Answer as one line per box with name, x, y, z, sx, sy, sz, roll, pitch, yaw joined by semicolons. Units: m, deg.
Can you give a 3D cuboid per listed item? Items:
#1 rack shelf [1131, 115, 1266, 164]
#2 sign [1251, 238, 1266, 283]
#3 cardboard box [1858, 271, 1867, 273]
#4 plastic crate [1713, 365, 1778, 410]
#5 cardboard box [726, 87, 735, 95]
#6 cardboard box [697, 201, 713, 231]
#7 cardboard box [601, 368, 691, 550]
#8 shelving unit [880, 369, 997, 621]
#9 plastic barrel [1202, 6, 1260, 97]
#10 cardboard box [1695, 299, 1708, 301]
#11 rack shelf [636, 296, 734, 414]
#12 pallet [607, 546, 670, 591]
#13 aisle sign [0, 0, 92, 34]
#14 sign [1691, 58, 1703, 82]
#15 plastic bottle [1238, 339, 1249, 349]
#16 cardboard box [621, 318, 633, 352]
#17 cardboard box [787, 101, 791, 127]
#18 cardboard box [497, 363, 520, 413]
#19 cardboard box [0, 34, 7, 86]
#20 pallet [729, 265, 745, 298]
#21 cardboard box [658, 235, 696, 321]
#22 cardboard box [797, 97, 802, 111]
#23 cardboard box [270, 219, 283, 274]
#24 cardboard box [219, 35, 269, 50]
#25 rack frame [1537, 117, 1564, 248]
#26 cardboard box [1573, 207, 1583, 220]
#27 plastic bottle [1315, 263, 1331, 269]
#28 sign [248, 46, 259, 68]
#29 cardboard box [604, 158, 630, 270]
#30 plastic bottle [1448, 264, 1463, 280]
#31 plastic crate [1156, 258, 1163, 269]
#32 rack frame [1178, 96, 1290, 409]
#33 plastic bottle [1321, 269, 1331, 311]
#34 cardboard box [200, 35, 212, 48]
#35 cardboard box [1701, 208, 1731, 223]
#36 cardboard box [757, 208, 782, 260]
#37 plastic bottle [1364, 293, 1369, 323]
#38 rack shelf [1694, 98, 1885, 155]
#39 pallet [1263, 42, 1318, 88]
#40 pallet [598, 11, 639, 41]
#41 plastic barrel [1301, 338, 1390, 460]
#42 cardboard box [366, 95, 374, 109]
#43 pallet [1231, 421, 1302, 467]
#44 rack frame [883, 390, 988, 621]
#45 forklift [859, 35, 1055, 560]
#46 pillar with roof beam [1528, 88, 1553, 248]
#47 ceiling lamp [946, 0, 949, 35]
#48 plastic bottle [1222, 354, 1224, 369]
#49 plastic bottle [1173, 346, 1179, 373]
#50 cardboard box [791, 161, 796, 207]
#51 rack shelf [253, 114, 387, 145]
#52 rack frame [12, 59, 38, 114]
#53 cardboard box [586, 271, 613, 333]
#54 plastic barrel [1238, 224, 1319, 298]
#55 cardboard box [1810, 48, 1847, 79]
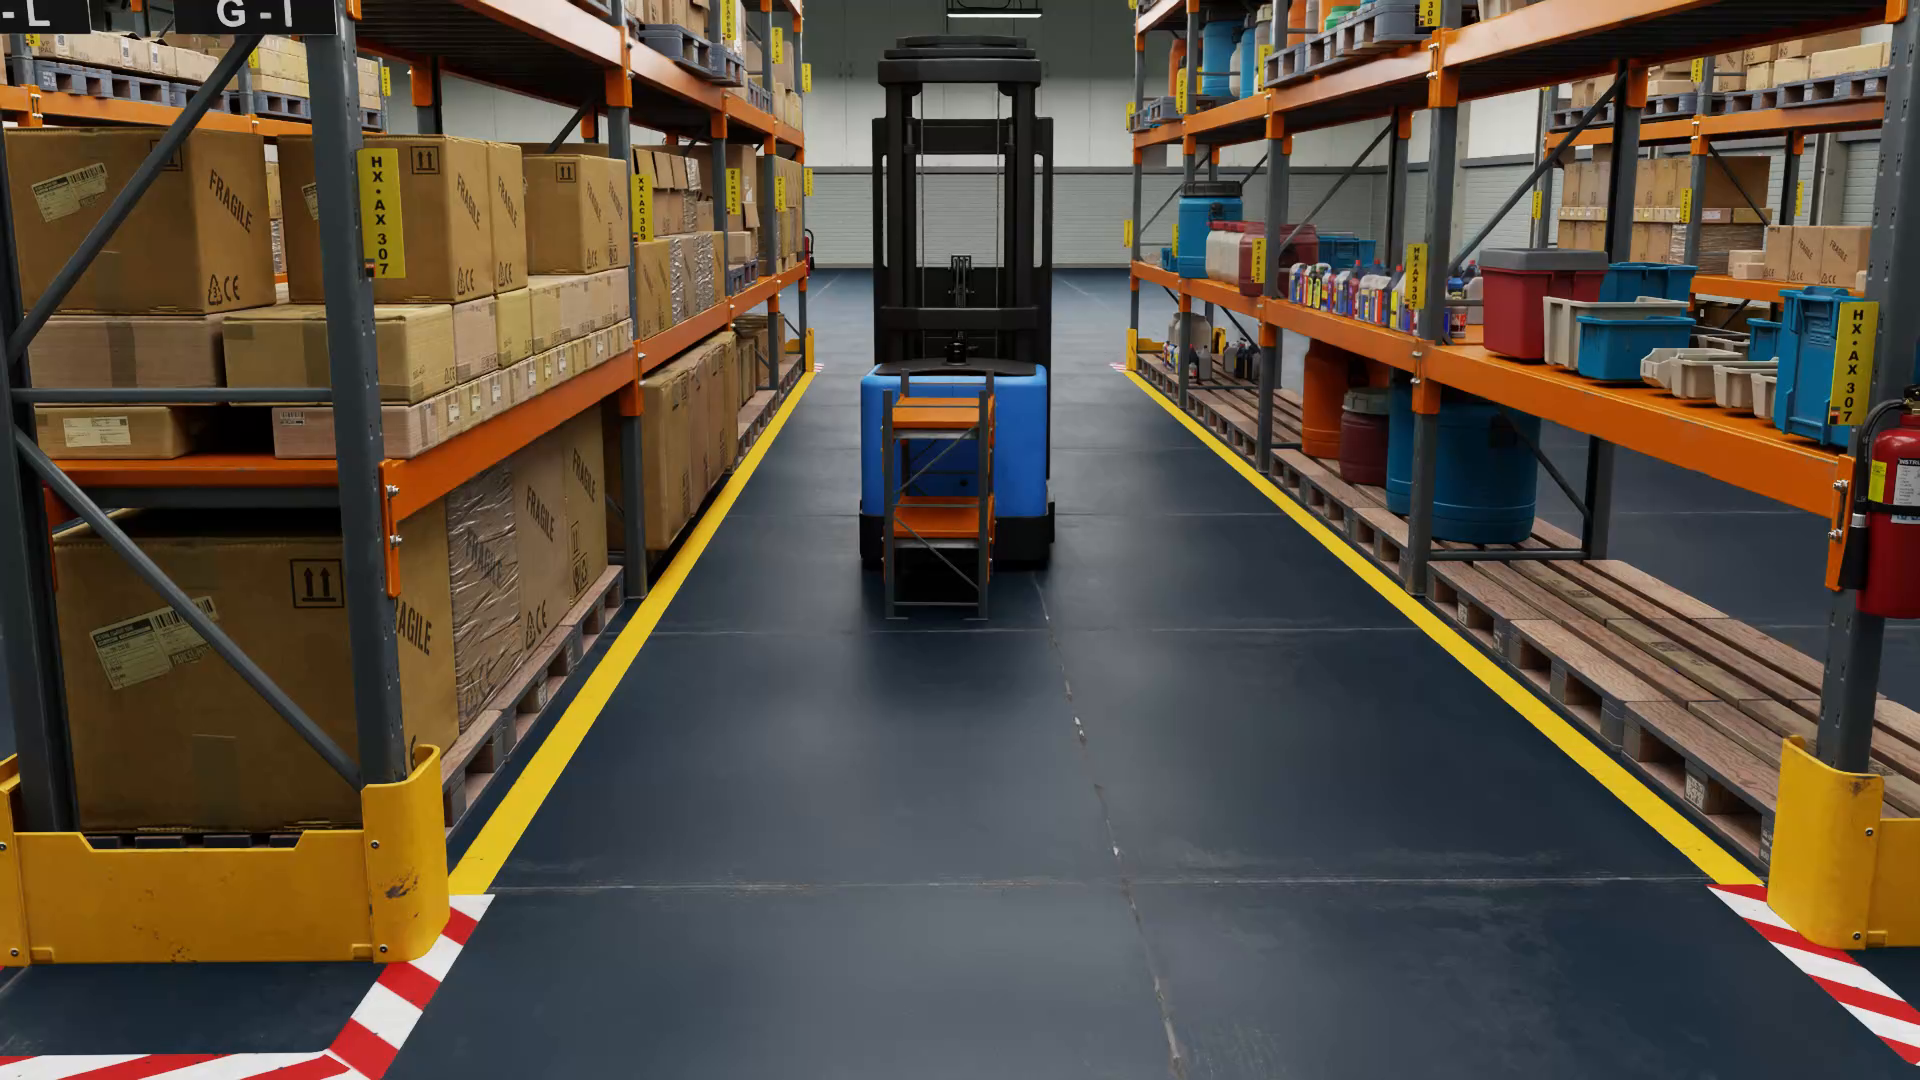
rack shelf;2.626;-4.292;17.937;1.077;0.370;4.000;0;11;-1
sign;2.200;-2.058;12.250;0.100;0.325;0.005;0;11;-1
cardboard box;7.620;-2.132;13.655;0.380;0.149;0.250;1;11;3
plastic crate;2.726;-0.511;5.546;0.396;0.136;0.243;0;11;-1
cardboard box;-1.957;-3.453;12.367;0.500;0.250;0.500;0;11;0
cardboard box;-2.365;-2.434;13.206;0.700;0.500;0.500;1;12;7
cardboard box;-2.152;-0.458;9.061;1.225;0.875;0.875;0;11;-1
shelving unit;-0.092;-0.263;8.527;0.538;1.125;1.048;1;11;3
plastic barrel;2.754;-4.897;16.792;0.600;0.901;0.708;0;11;-1
cardboard box;7.890;-2.414;18.388;0.500;0.500;0.500;0;11;-1
rack shelf;-2.161;-1.212;10.296;1.077;0.370;4.000;0;11;-1
pallet;-2.210;0.047;9.297;1.003;0.211;1.213;0;11;-1
aisle sign;-2.335;-1.630;4.011;0.394;0.787;0.004;0;11;-1
sign;7.065;-4.556;15.930;0.100;0.325;0.005;0;11;-1
plastic bottle;3.053;-1.979;17.824;0.144;0.351;0.185;0;11;-2
cardboard box;-1.785;-0.984;7.998;0.380;0.149;0.250;0;11;-1
cardboard box;-2.072;-4.553;17.788;0.500;0.250;0.500;0;11;-2
cardboard box;-1.737;-0.525;5.732;0.380;0.149;0.250;0;11;-2
cardboard box;-6.897;-3.368;11.320;0.500;0.500;0.500;0;11;-1
pallet;-2.323;-2.009;12.900;1.213;0.211;1.003;0;11;-1
cardboard box;-1.916;-1.610;10.200;0.500;0.500;0.500;0;11;0
cardboard box;-2.049;-5.090;19.434;0.380;0.149;0.250;0;11;-1
cardboard box;-7.265;-2.903;16.449;0.875;0.550;0.550;0;11;-1
cardboard box;-6.913;-4.823;16.062;0.380;0.149;0.250;0;11;-1
rack frame;7.537;-3.592;20.220;1.000;3.000;0.127;0;11;-1
cardboard box;7.342;-3.778;19.254;0.380;0.149;0.250;0;11;-1
plastic bottle;2.588;-1.835;11.870;0.152;0.276;0.135;0;11;-1
sign;-6.703;-4.638;15.742;0.100;0.325;0.005;0;11;-1
cardboard box;-1.842;-1.516;7.731;0.500;0.500;0.500;0;11;0
plastic bottle;3.170;-1.620;10.625;0.144;0.351;0.185;0;11;-1
plastic crate;2.381;-2.970;17.816;0.530;0.136;0.437;0;11;-1
rack frame;2.667;-2.777;16.204;1.000;3.000;0.127;0;11;-1
plastic bottle;2.428;-1.644;10.943;0.097;0.271;0.097;0;11;0
cardboard box;-7.577;-4.871;16.298;0.380;0.149;0.250;0;11;-1
cardboard box;7.400;-3.217;16.488;0.380;0.149;0.250;0;11;-1
cardboard box;-2.232;-3.041;16.506;0.875;0.500;0.500;0;11;-1
plastic bottle;2.451;-1.389;9.862;0.097;0.201;0.097;0;11;0
rack shelf;7.661;-3.517;14.114;1.077;0.370;4.000;0;11;-1
pallet;2.668;-3.207;11.254;1.003;0.211;1.213;0;11;-1
pallet;-2.187;-2.725;8.883;0.805;0.209;1.217;-1;11;-3
plastic barrel;2.777;-1.027;11.980;0.600;0.830;0.708;0;11;-1
cardboard box;-6.978;-5.039;19.131;0.380;0.149;0.250;0;11;-1
pallet;2.773;-0.770;13.322;1.003;0.211;1.213;0;11;-1
rack frame;-0.116;-0.162;8.030;0.500;1.125;0.032;1;11;3
forklift;0.028;-1.560;10.378;1.130;2.935;3.031;1;11;3
pillar with roof beam;8.693;-9.978;36.609;9.100;9.000;0.548;0;11;-1
ceiling lamp;0.531;-14.423;43.838;2.000;3.185;0.800;0;11;-1
plastic bottle;2.917;-1.971;18.163;0.097;0.201;0.097;0;11;0
plastic bottle;2.356;-1.919;17.720;0.152;0.276;0.135;0;11;0
cardboard box;-2.085;-3.930;18.370;0.500;0.500;0.500;0;11;-1
rack shelf;-7.287;-4.272;17.835;1.077;0.370;4.000;0;11;-1
rack frame;-7.163;-1.961;12.183;1.000;3.000;0.127;0;11;-1
cardboard box;-1.835;-1.049;7.316;0.500;0.250;0.500;0;11;1
plastic barrel;2.438;-2.140;12.720;0.600;0.536;0.708;0;11;-1
cardboard box;7.598;-4.019;14.101;0.500;0.250;0.500;-1;12;-6
